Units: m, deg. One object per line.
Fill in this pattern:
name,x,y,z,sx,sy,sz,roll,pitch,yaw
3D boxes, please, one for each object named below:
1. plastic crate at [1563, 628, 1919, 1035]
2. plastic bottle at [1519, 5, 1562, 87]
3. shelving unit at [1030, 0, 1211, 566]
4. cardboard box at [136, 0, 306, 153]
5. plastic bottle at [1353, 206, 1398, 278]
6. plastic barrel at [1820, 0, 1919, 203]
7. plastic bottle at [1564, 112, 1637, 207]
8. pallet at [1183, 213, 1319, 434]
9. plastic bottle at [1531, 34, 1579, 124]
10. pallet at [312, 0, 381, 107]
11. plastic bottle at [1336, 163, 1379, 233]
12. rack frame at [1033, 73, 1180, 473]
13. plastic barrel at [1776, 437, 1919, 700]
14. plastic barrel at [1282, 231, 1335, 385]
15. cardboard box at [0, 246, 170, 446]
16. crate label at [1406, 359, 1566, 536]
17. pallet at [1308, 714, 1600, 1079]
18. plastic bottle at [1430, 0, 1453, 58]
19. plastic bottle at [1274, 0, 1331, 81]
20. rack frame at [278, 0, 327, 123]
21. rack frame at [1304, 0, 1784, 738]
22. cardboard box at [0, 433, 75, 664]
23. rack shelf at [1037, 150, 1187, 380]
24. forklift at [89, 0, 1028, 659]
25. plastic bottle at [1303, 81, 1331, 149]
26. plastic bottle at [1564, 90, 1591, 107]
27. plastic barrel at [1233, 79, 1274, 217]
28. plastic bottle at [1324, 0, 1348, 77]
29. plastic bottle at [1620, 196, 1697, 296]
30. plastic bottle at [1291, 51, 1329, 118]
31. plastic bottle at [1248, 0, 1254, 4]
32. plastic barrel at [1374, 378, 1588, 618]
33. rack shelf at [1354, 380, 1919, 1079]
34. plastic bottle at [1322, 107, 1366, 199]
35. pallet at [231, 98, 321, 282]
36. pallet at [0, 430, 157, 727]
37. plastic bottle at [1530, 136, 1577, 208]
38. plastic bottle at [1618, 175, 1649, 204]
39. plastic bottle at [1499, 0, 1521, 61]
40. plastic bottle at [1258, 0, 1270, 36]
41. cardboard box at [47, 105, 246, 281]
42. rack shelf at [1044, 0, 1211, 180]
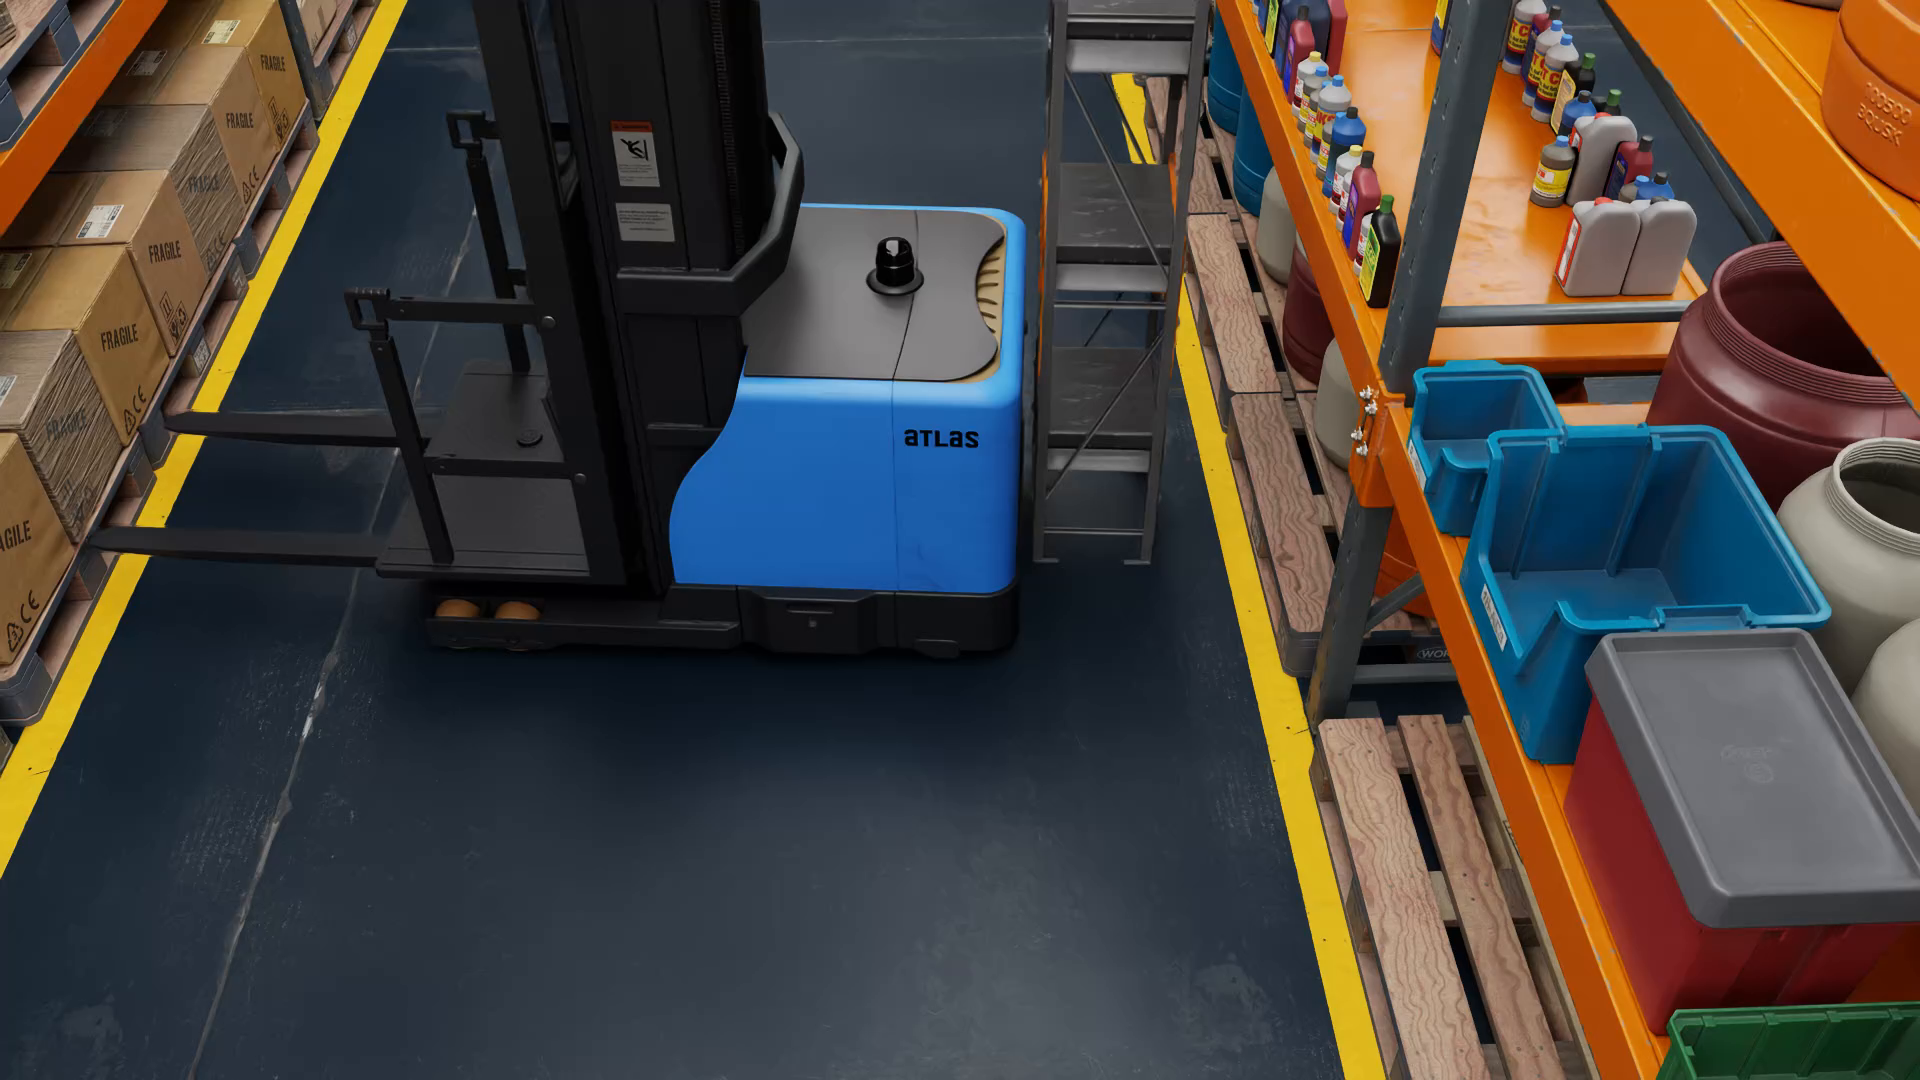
plastic crate,1.339,0.518,2.918,0.402,0.464,0.583,-2,43,-2
plastic bottle,1.877,-1.598,5.360,0.061,0.283,0.133,-2,43,-2
shelving unit,0.455,-0.861,5.135,0.431,2.100,0.503,1,43,1
cardboard box,-3.236,-2.035,7.274,0.500,0.500,0.500,-2,43,-2
plastic bottle,1.146,-0.824,4.576,0.097,0.201,0.097,0,43,0
plastic barrel,1.422,-0.820,1.887,0.600,0.830,0.708,-2,43,-2
plastic bottle,1.861,-1.126,4.850,0.152,0.276,0.135,-2,43,-2
pallet,1.452,-0.883,6.557,1.003,0.211,1.213,-2,43,-2
plastic bottle,1.868,-1.449,5.207,0.097,0.271,0.097,0,43,0
pallet,-3.571,-2.555,8.381,1.003,0.211,1.213,-2,43,-2
plastic bottle,1.136,-0.980,4.746,0.097,0.201,0.097,0,43,0
rack frame,0.464,-1.026,5.315,0.400,2.100,0.015,1,43,1
plastic barrel,1.833,0.089,3.350,0.421,0.512,0.421,0,43,0
plastic barrel,1.490,-0.916,6.003,0.600,0.588,0.708,-2,43,-2
cardboard box,-3.151,-0.667,5.782,0.500,0.500,0.500,-2,43,-2
crate label,1.219,-0.201,3.874,0.303,0.233,0.416,-2,43,-2
pallet,1.570,0.994,4.509,1.003,0.211,1.213,-2,43,-2
plastic bottle,1.673,-1.790,5.520,0.144,0.351,0.185,-2,43,-2
plastic bottle,1.119,-1.681,5.401,0.144,0.351,0.185,-2,43,-2
rack frame,-3.543,-3.119,6.933,1.000,3.000,0.127,-2,43,-2
rack frame,1.576,-0.558,4.139,1.000,3.000,0.127,-2,43,-2
cardboard box,-3.107,0.025,5.027,0.500,0.500,0.500,0,43,0
rack shelf,0.455,-0.851,5.145,0.431,0.518,0.480,1,43,1
forklift,-1.308,-1.078,4.756,3.031,2.935,1.130,2,43,2
plastic bottle,1.116,-1.309,5.105,0.097,0.201,0.097,0,43,0
plastic bottle,1.878,-1.268,5.060,0.097,0.201,0.097,0,43,0
plastic barrel,1.442,-1.794,6.729,0.600,0.901,0.708,-2,43,-2
plastic bottle,1.220,-1.676,5.445,0.061,0.283,0.133,-2,43,-2
plastic bottle,1.881,-0.814,4.510,0.152,0.276,0.135,-2,43,-2
plastic bottle,1.107,-1.440,5.248,0.097,0.201,0.097,0,43,0
plastic bottle,1.072,-2.027,5.837,0.097,0.271,0.097,0,43,0
plastic barrel,1.538,-0.243,5.090,0.600,0.830,0.708,-2,43,-2
rack shelf,1.661,1.057,2.909,1.077,0.370,4.000,-2,43,-2
plastic bottle,1.128,-1.137,4.866,0.097,0.271,0.097,0,43,0
pallet,-3.471,-1.543,7.277,1.003,0.211,1.213,-2,43,-2
pallet,-3.367,0.104,5.480,1.003,0.211,1.213,-2,43,-2
plastic bottle,1.737,-1.082,4.858,0.097,0.201,0.097,0,43,0
plastic bottle,1.899,-0.931,4.693,0.097,0.201,0.097,0,43,0
plastic bottle,1.822,-1.750,5.531,0.152,0.276,0.135,-2,43,-2
plastic bottle,1.105,-1.896,5.635,0.144,0.351,0.185,-2,43,-2
cardboard box,-3.202,-1.362,6.541,0.500,0.500,0.500,-1,43,-1
rack shelf,0.455,-1.367,4.672,0.431,0.518,0.480,1,43,1
